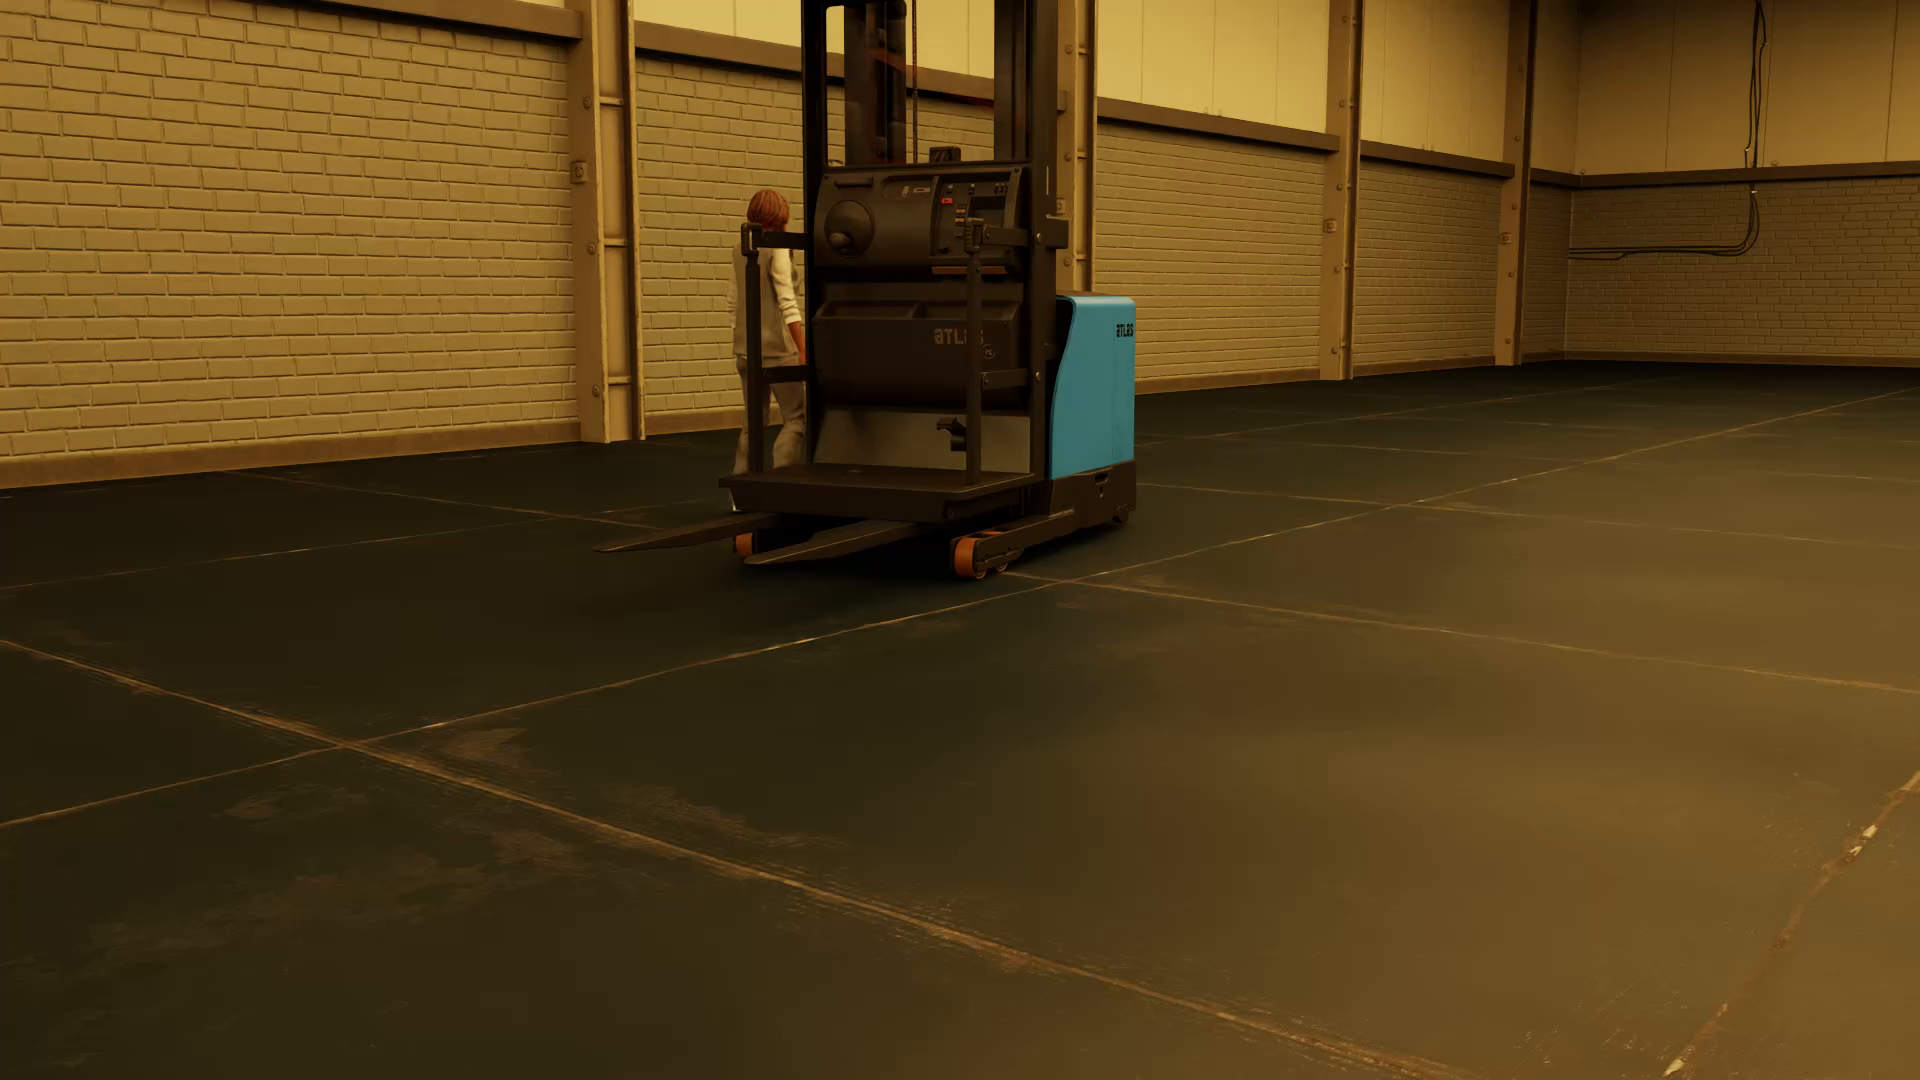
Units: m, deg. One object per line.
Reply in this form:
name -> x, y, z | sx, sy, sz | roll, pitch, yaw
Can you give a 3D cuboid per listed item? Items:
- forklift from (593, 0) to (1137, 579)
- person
forklift -> -0.273, -1.371, 6.652 | 1.130, 2.935, 3.031 | 4, 9, 26
person -> -0.917, -0.900, 8.085 | 0.583, 1.587, 0.359 | 8, 12, 44
